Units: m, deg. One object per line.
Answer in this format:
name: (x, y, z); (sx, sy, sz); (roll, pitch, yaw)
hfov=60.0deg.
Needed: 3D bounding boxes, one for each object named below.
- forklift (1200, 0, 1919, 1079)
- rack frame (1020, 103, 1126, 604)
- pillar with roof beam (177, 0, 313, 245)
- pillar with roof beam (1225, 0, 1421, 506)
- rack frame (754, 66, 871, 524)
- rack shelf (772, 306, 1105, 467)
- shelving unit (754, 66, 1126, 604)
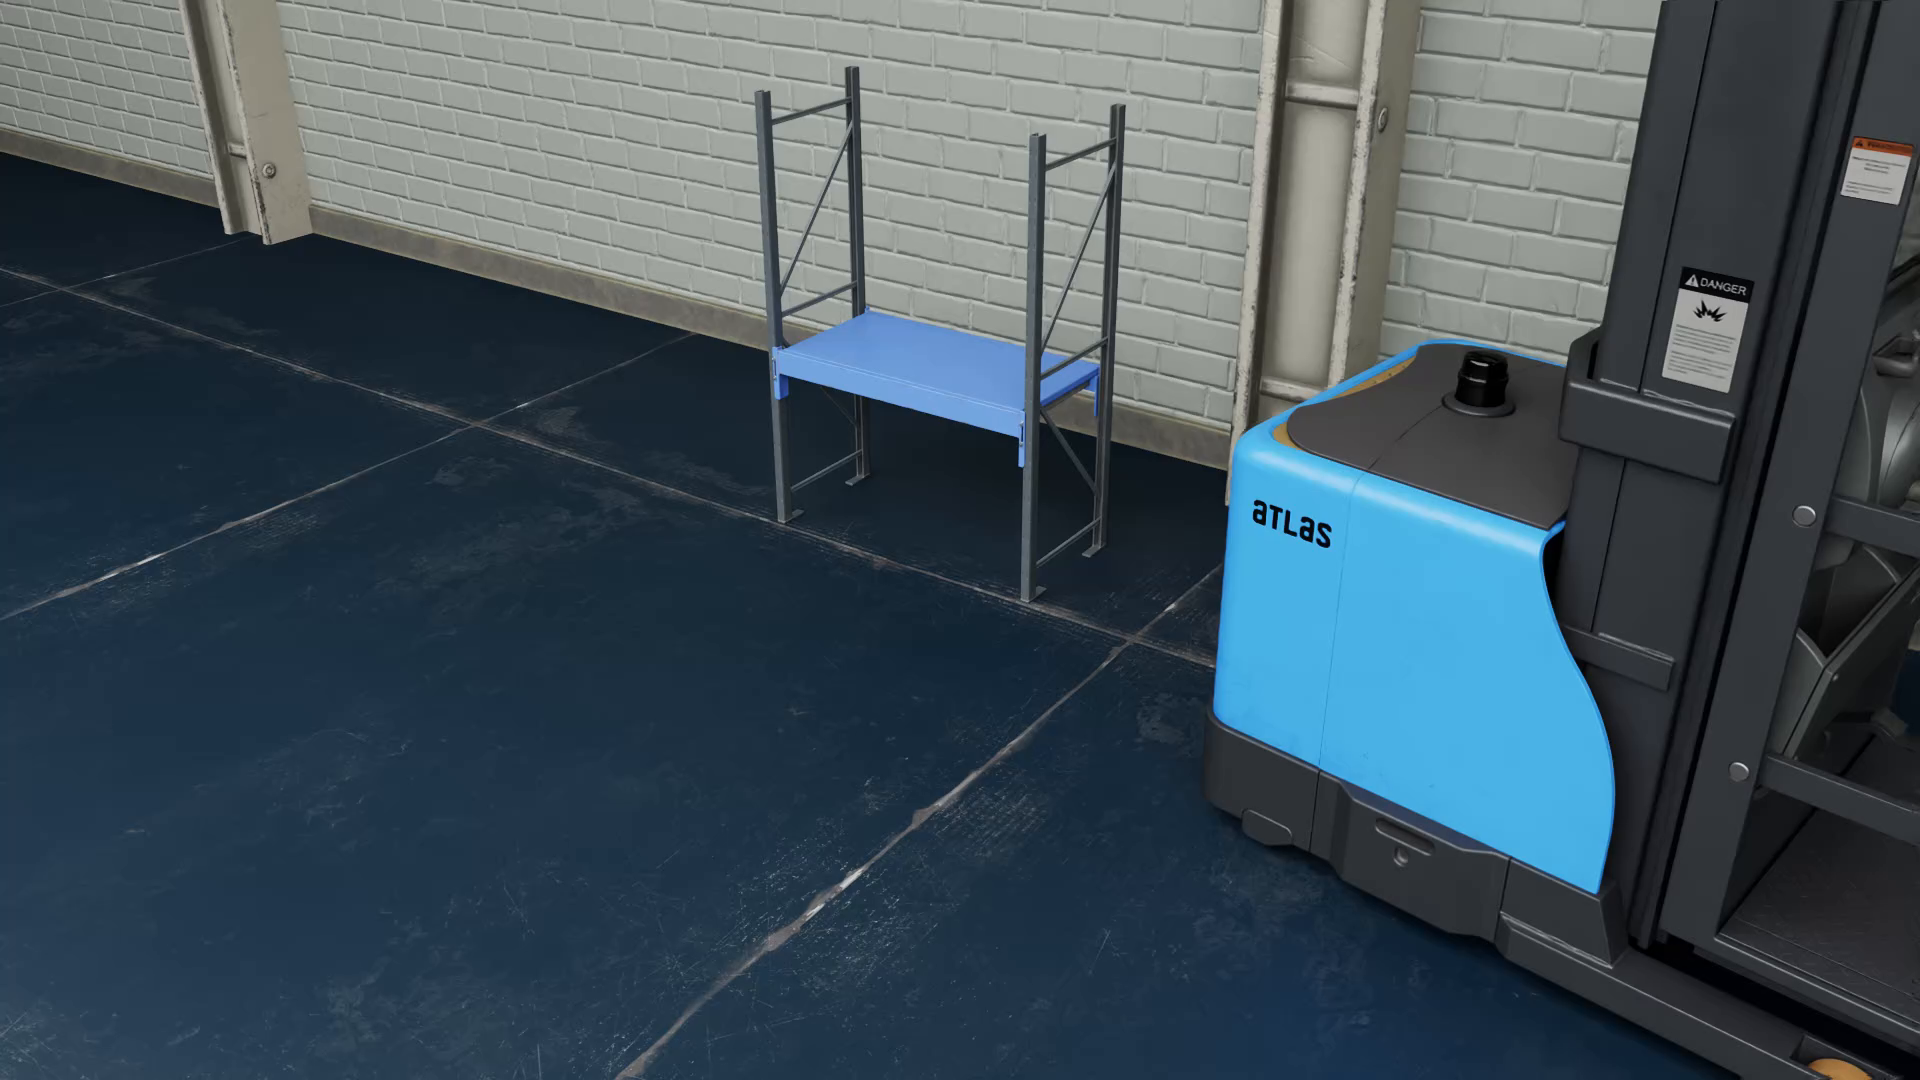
forklift: (2.044, -0.296, 3.099); (3.031, 2.935, 1.130); (23, 35, 38)
rack frame: (0.349, -0.560, 5.196); (0.032, 1.500, 0.500); (17, 32, 30)
pillar with roof beam: (-6.180, -4.075, 3.836); (0.400, 9.000, 9.100); (17, 32, 30)
pillar with roof beam: (-1.235, -2.534, 0.808); (0.400, 9.000, 9.100); (17, 32, 30)
rack frame: (-0.489, -0.821, 5.709); (0.032, 1.500, 0.500); (17, 32, 30)
rack shelf: (-0.070, -0.530, 5.534); (1.000, 0.185, 0.538); (17, 32, 30)
shelving unit: (-0.070, -0.690, 5.453); (1.048, 1.500, 0.538); (17, 32, 30)
